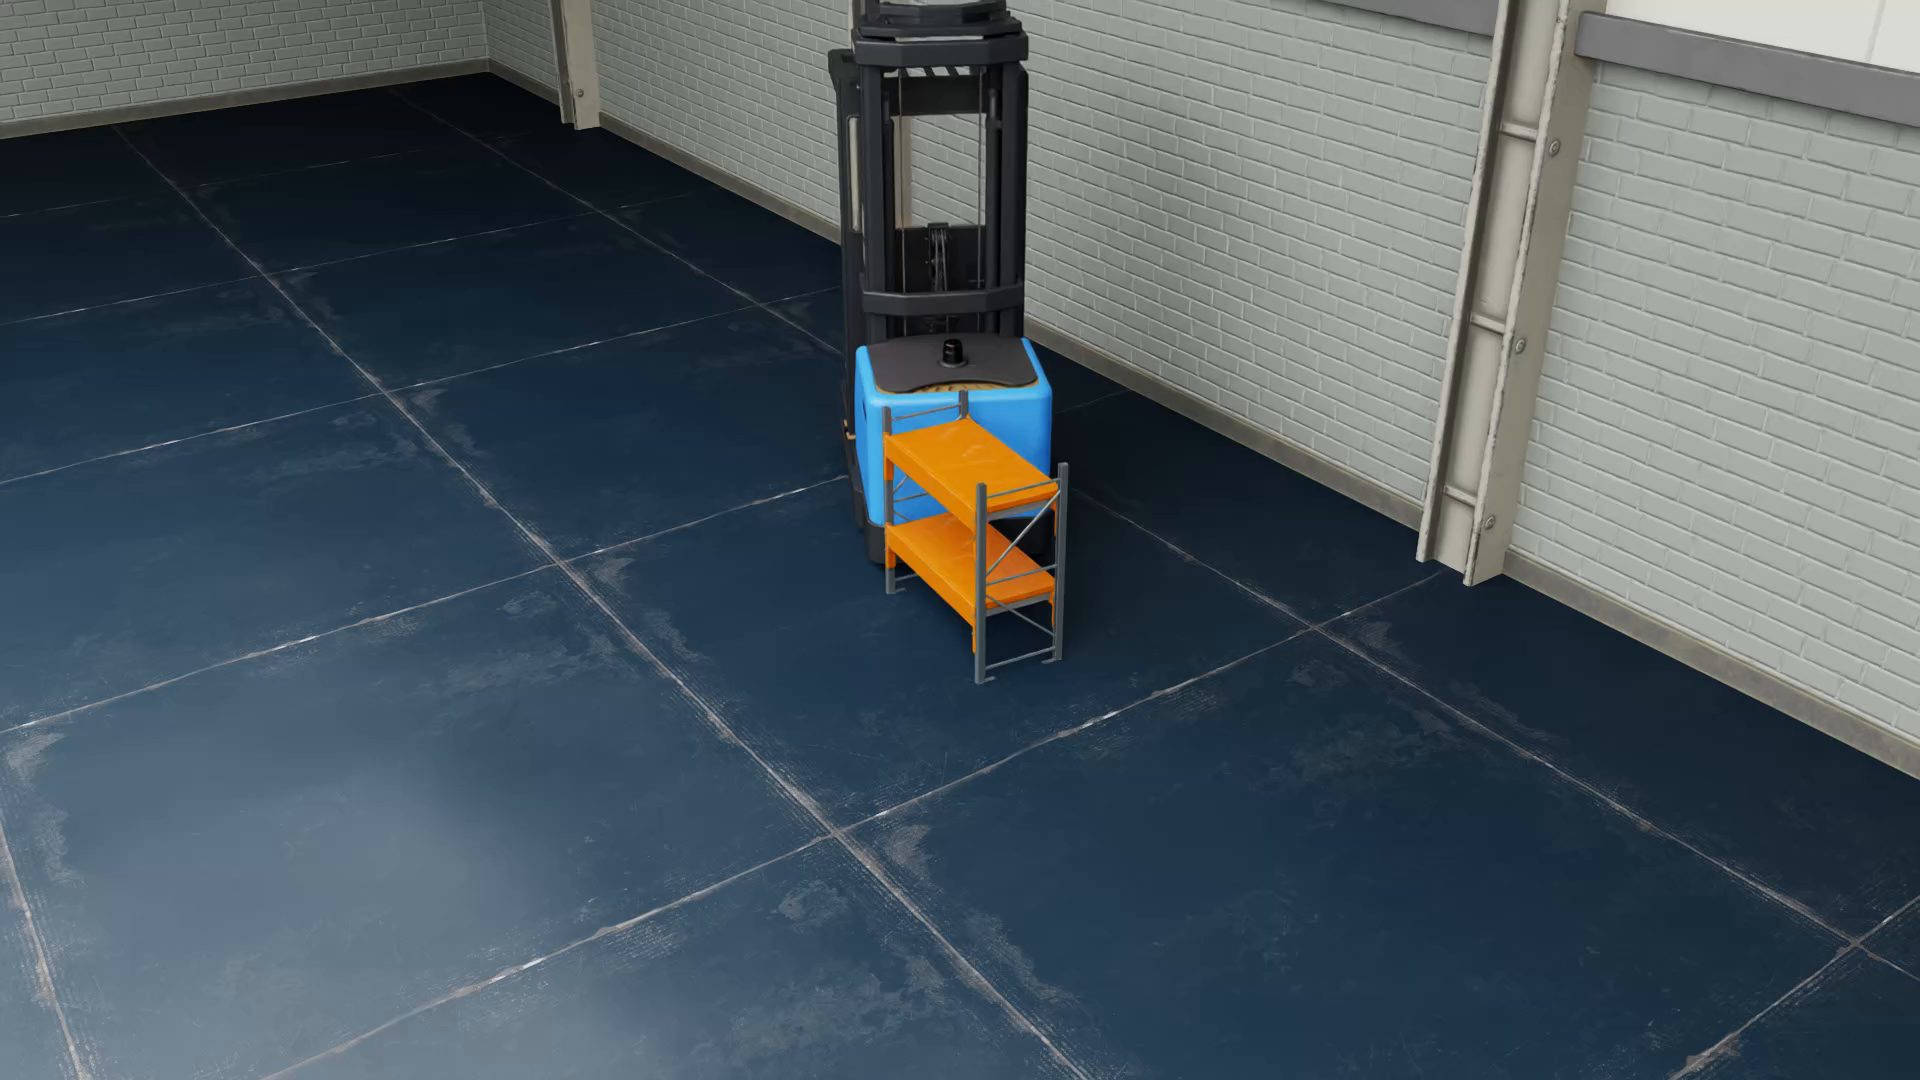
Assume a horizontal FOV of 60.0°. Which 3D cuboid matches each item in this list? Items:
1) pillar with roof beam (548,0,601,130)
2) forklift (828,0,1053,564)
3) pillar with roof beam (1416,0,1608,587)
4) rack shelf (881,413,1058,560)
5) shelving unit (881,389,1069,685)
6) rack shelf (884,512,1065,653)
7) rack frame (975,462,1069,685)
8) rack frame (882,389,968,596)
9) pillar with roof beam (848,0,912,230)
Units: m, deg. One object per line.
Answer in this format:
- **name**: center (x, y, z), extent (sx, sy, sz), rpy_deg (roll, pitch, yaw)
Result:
- **pillar with roof beam**: center (-7.614, -7.286, 13.736), extent (9.100, 9.000, 0.400), rpy_deg (-19, 34, -31)
- **forklift**: center (-0.190, -1.832, 10.052), extent (1.130, 2.935, 3.031), rpy_deg (-4, 29, -7)
- **pillar with roof beam**: center (-0.654, -2.621, 5.146), extent (9.100, 9.000, 0.400), rpy_deg (-19, 34, -31)
- **rack shelf**: center (0.060, -0.293, 8.498), extent (0.538, 0.278, 1.000), rpy_deg (-14, 32, -25)
- **shelving unit**: center (0.060, -0.036, 8.638), extent (0.538, 1.125, 1.048), rpy_deg (-14, 32, -25)
- **rack shelf**: center (0.060, 0.179, 8.755), extent (0.538, 0.278, 1.000), rpy_deg (-14, 32, -25)
- **rack frame**: center (0.302, 0.177, 8.245), extent (0.500, 1.125, 0.032), rpy_deg (-14, 32, -25)
- **rack frame**: center (-0.182, -0.250, 9.031), extent (0.500, 1.125, 0.032), rpy_deg (-14, 32, -25)
- **pillar with roof beam**: center (-4.134, -4.953, 9.441), extent (9.100, 9.000, 0.400), rpy_deg (-19, 34, -31)
